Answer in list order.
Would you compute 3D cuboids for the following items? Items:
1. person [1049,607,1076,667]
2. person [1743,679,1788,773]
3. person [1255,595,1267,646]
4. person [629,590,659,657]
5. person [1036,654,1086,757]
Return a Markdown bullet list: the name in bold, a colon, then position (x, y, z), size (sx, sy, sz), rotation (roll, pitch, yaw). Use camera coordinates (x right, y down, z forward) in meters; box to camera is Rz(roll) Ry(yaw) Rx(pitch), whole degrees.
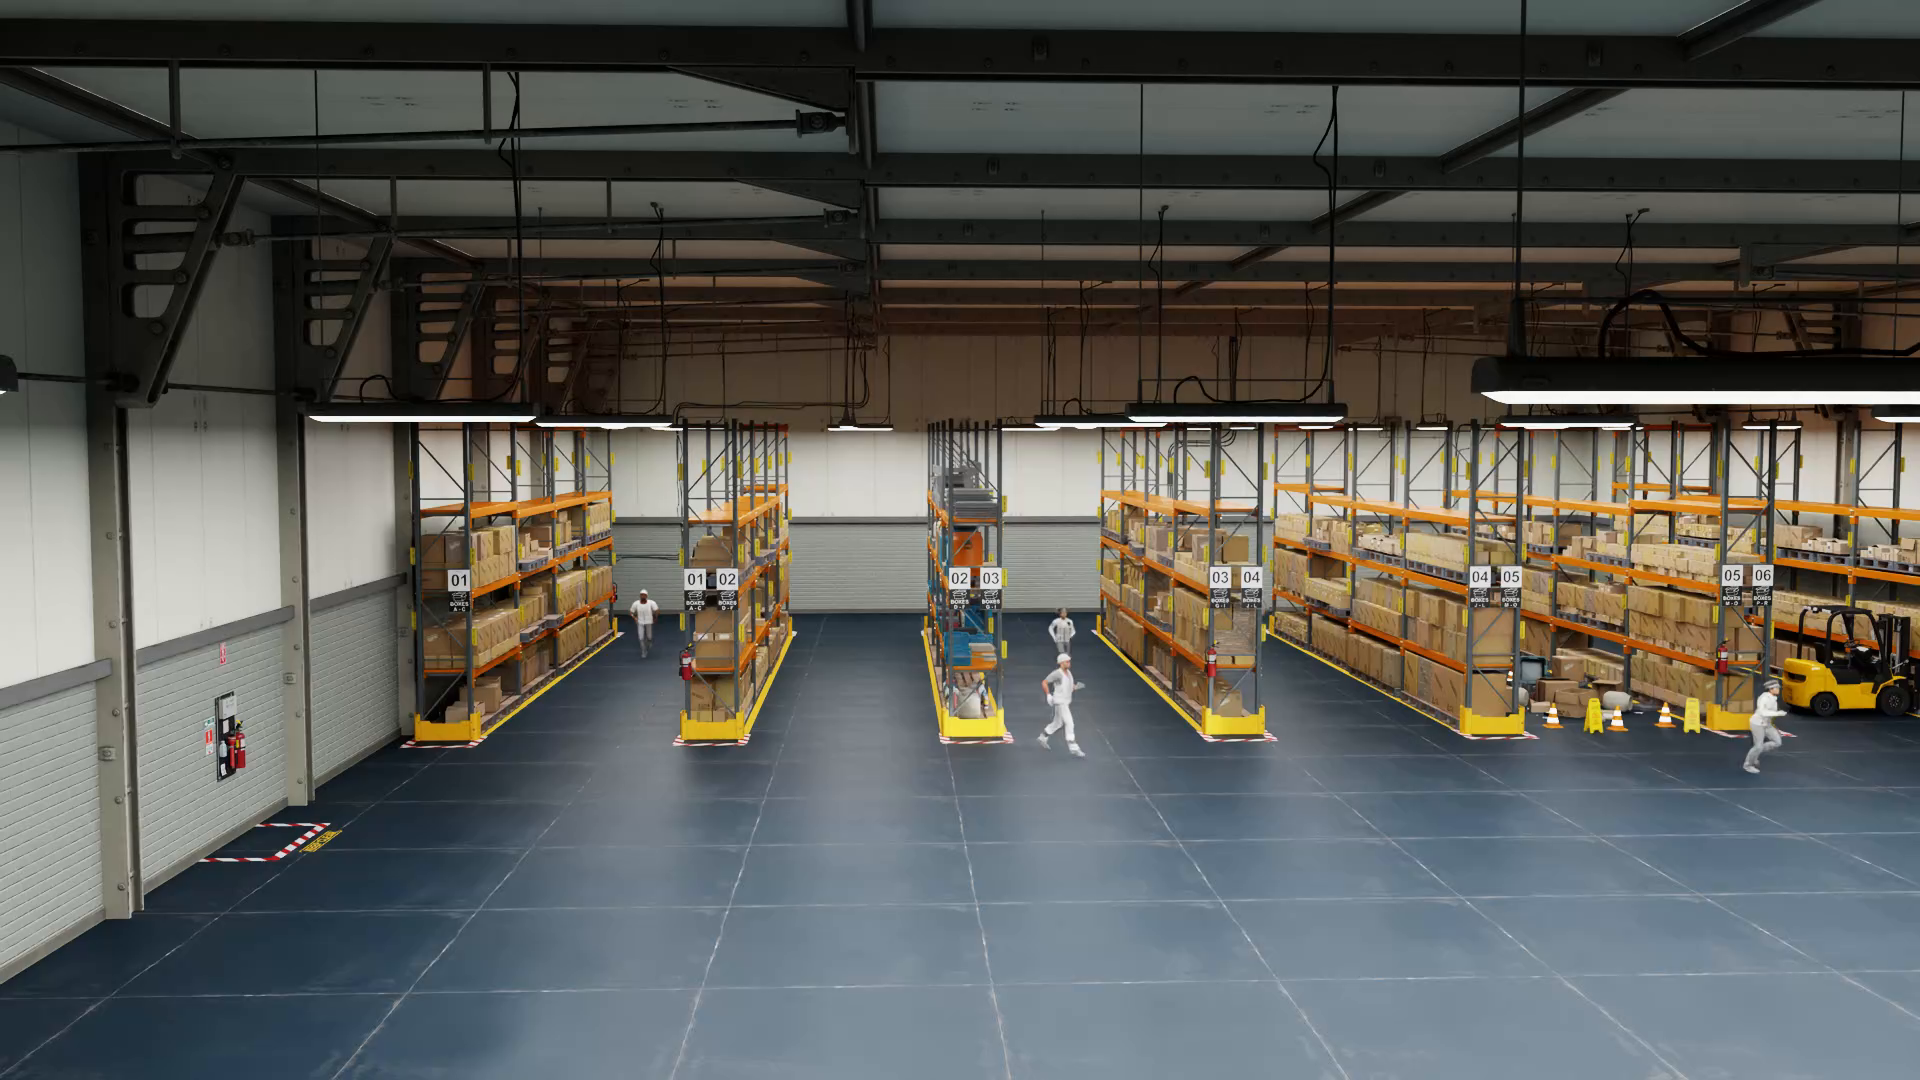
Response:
- **person**: position (2.399, 2.399, 38.846), size (0.620, 1.695, 0.753), rotation (-1, 4, -10)
- **person**: position (13.537, 3.126, 27.921), size (0.596, 1.625, 0.698), rotation (-3, 5, -41)
- **person**: position (7.885, 2.017, 44.488), size (0.657, 1.733, 0.748), rotation (0, 4, -5)
- **person**: position (-8.109, 2.137, 42.712), size (0.749, 1.722, 0.580), rotation (-1, 4, -10)
- **person**: position (1.793, 2.905, 29.477), size (0.984, 1.790, 0.660), rotation (2, 4, 26)
